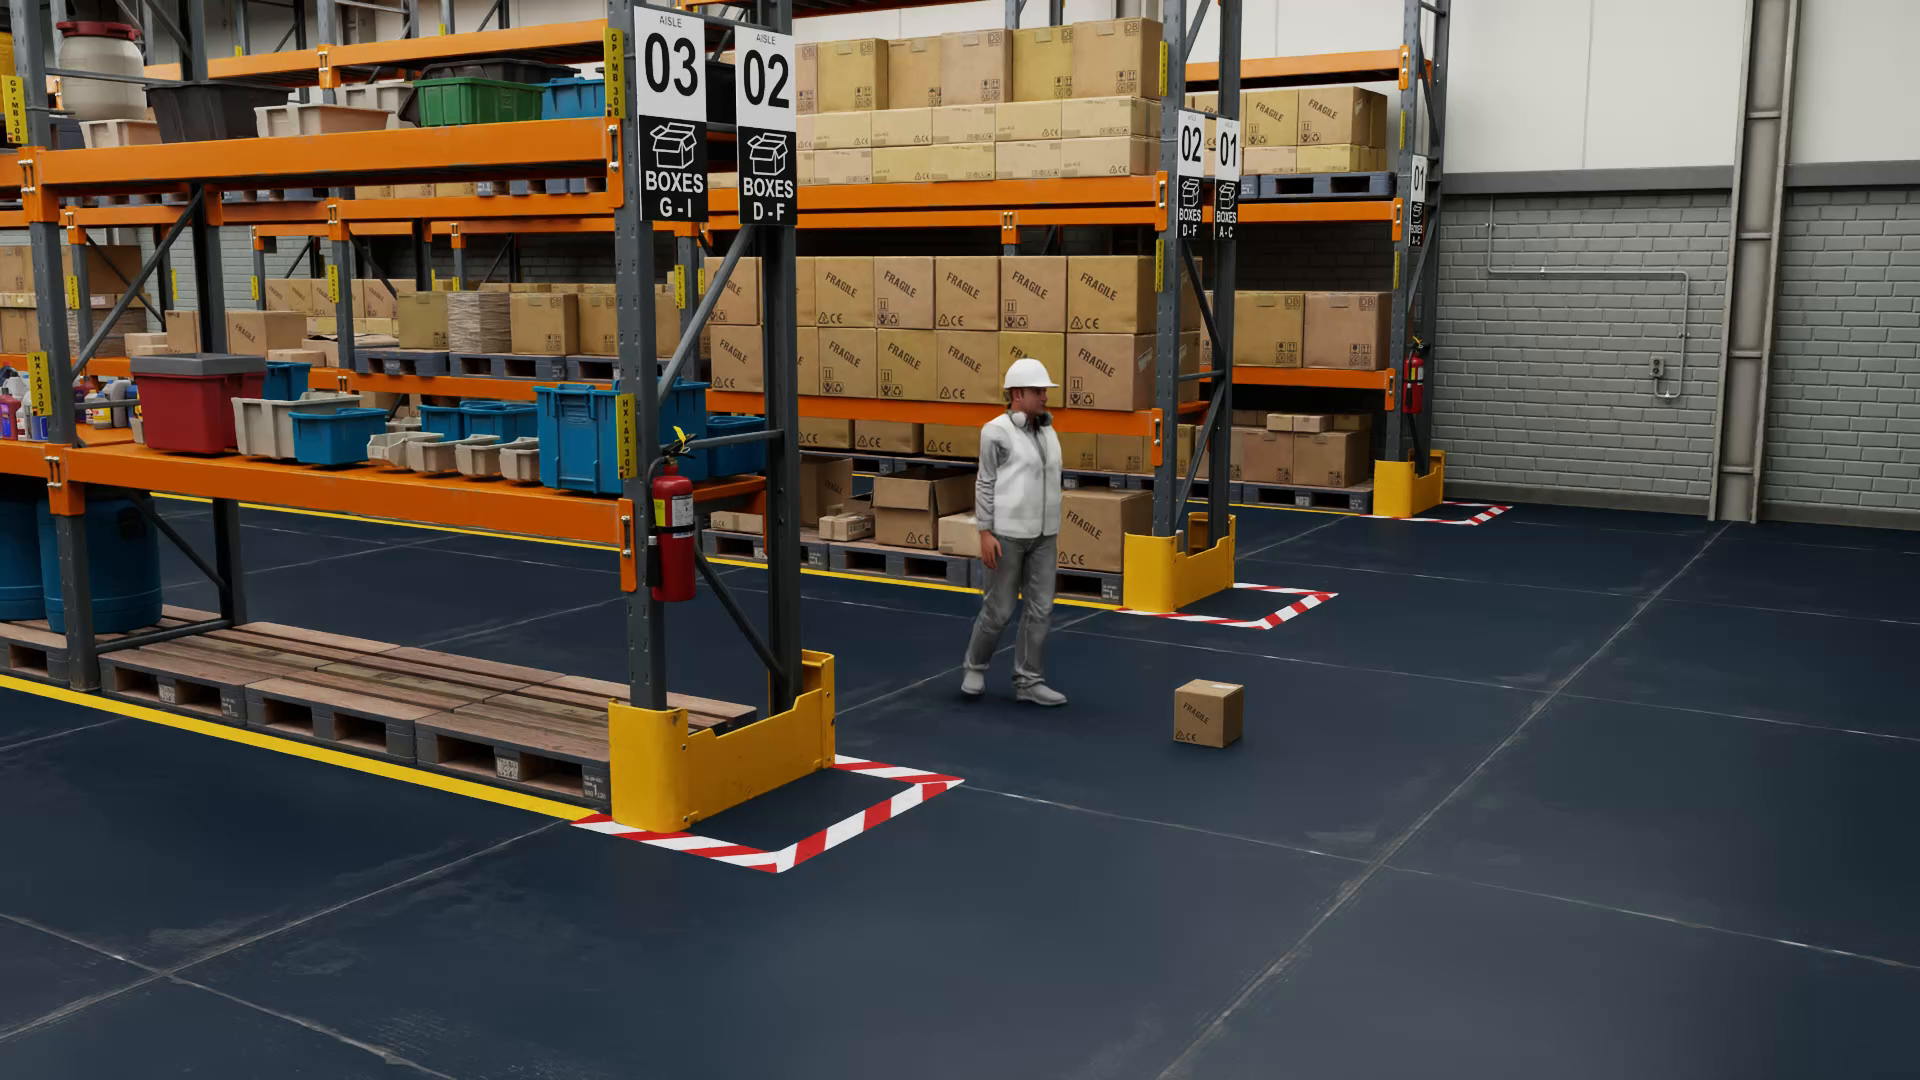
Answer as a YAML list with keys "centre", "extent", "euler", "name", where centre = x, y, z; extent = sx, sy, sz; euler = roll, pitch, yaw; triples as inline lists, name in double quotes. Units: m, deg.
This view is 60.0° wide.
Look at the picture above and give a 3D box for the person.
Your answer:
- centre: [0.280, -0.043, 8.545]
  extent: [0.562, 1.774, 0.596]
  euler: [-8, 12, -39]
  name: "person"
